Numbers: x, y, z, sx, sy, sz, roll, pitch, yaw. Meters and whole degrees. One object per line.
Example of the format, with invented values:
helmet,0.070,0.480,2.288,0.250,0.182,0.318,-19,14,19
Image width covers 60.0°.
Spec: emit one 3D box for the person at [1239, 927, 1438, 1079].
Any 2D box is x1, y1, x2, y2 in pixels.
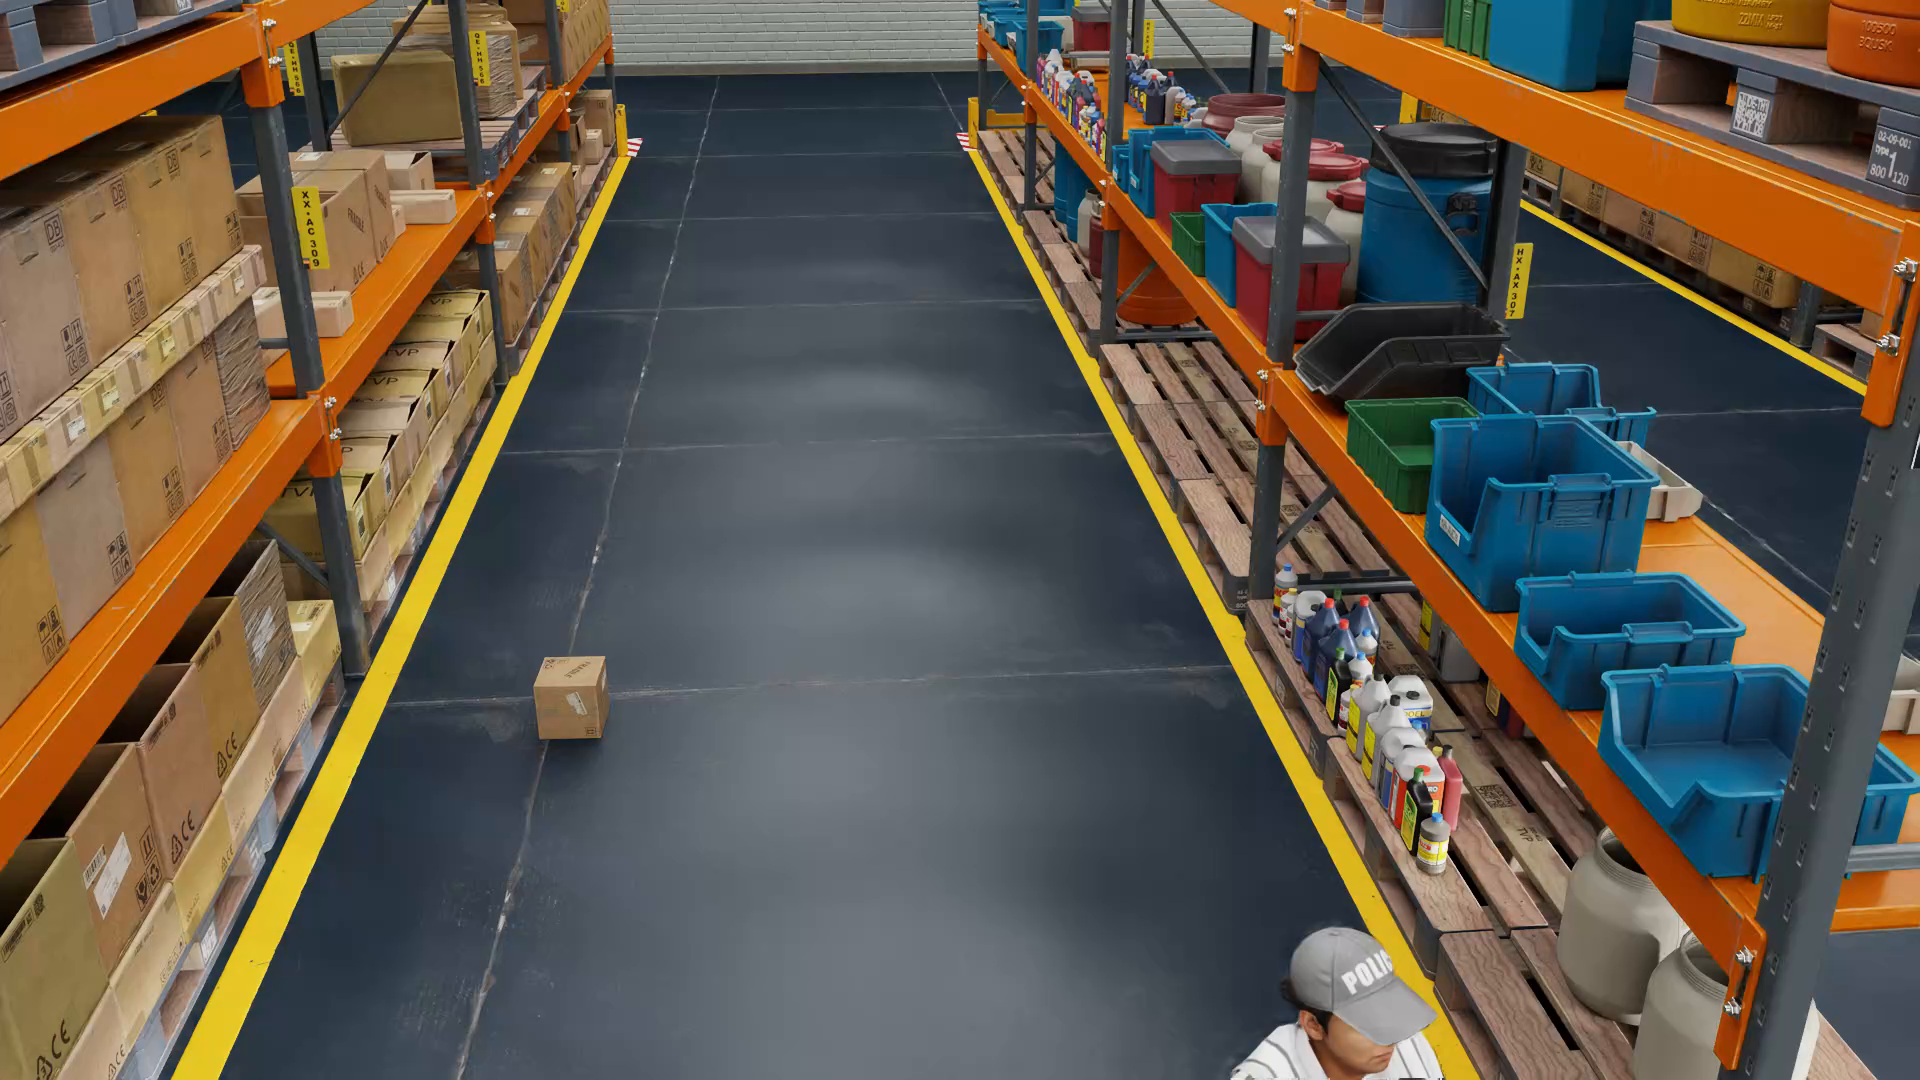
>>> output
person,0.736,1.447,3.312,0.490,1.626,0.869,-10,26,-22
